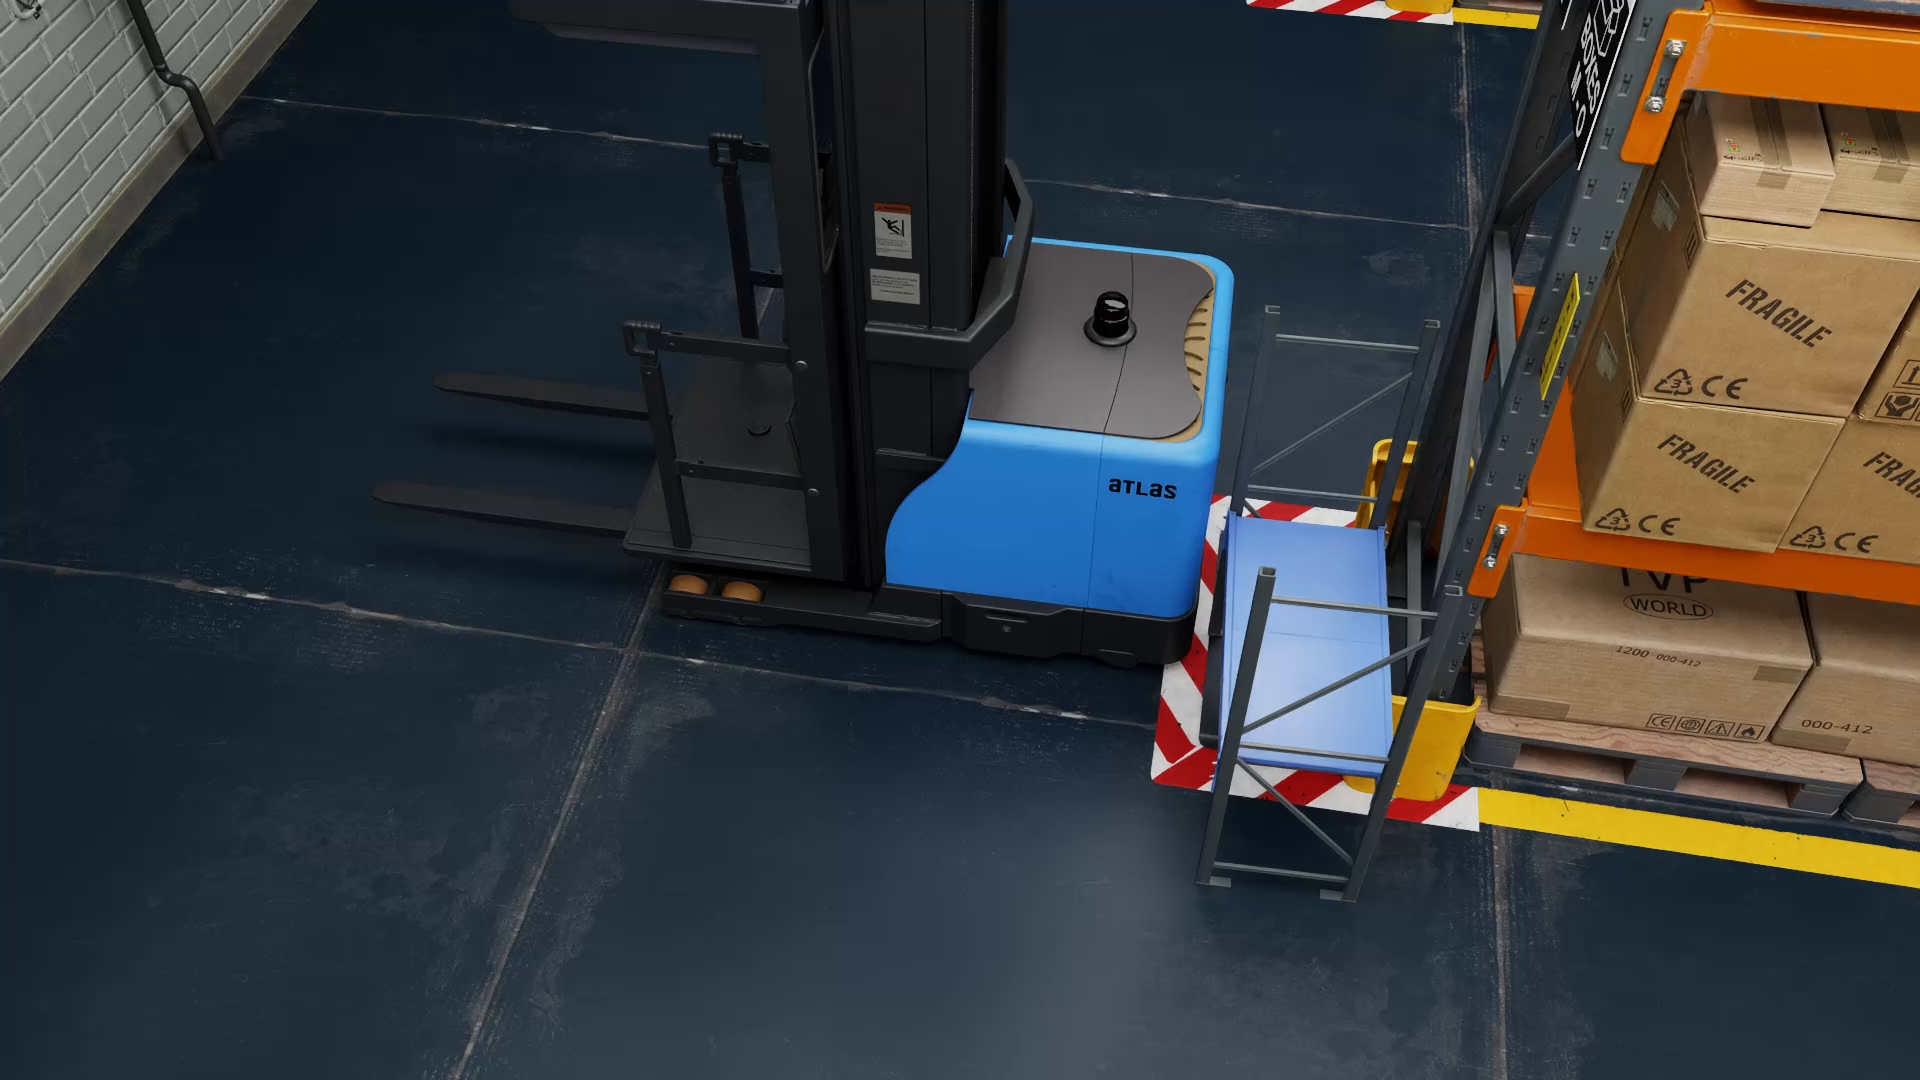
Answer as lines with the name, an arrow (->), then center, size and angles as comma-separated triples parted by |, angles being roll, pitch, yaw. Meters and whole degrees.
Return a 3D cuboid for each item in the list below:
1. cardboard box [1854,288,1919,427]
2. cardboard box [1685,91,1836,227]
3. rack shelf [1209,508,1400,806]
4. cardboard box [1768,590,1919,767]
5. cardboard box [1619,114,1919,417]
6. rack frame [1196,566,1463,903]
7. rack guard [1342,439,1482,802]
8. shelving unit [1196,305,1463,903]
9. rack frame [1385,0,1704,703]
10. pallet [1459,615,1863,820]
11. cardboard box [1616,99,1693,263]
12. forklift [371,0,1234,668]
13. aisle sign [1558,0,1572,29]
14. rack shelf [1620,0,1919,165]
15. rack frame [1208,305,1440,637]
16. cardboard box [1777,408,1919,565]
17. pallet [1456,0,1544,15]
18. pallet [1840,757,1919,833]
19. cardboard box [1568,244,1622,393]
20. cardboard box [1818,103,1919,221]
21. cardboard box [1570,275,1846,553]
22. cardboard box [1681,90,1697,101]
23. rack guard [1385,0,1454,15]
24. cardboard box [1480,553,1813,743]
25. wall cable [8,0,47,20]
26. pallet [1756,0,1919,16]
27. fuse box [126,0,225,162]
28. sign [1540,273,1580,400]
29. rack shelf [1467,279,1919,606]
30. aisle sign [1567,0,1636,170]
cardboard box -> 2.491, -0.613, 4.045 | 0.500, 0.500, 0.500 | 6, 48, 6
cardboard box -> 1.859, -0.915, 3.880 | 0.250, 0.149, 0.380 | 9, 49, 8
rack shelf -> 1.066, 0.349, 5.170 | 0.538, 0.185, 1.000 | 6, 48, 5
cardboard box -> 3.129, 0.265, 5.436 | 0.875, 0.438, 0.875 | 9, 49, 8
cardboard box -> 1.981, -0.676, 4.101 | 0.500, 0.500, 0.500 | 7, 48, 6
rack frame -> 0.997, 0.603, 4.700 | 0.500, 1.500, 0.032 | 6, 48, 5
rack guard -> 1.536, 0.252, 5.688 | 0.348, 0.500, 1.175 | 8, 49, 7
shelving unit -> 1.066, 0.229, 5.036 | 0.538, 1.500, 1.048 | 6, 48, 5
rack frame -> 1.559, -0.580, 4.755 | 0.127, 3.000, 1.000 | 8, 49, 7
pallet -> 2.360, 0.400, 5.749 | 1.213, 0.211, 1.003 | 8, 49, 7
cardboard box -> 2.076, -1.059, 4.445 | 0.500, 0.500, 0.500 | 9, 49, 8
forklift -> -0.616, -1.055, 5.228 | 3.031, 2.935, 1.130 | 7, 48, 6
aisle sign -> 1.544, -1.686, 4.000 | 0.004, 0.787, 0.394 | 8, 49, 7
rack shelf -> 3.527, -1.078, 3.669 | 4.000, 0.370, 1.077 | 8, 49, 7
rack frame -> 1.136, -0.146, 5.373 | 0.500, 1.500, 0.032 | 6, 48, 5
cardboard box -> 2.483, -0.294, 4.430 | 0.500, 0.500, 0.500 | 7, 48, 6
pallet -> 3.298, -3.167, 8.954 | 1.213, 0.211, 1.003 | 8, 49, 7
pallet -> 3.557, 0.563, 5.602 | 1.213, 0.211, 1.003 | 8, 49, 7
cardboard box -> 2.081, -0.744, 4.835 | 0.500, 0.500, 0.500 | 8, 49, 7
cardboard box -> 2.130, -0.933, 3.896 | 0.250, 0.149, 0.380 | 9, 49, 8
cardboard box -> 1.981, -0.340, 4.472 | 0.500, 0.500, 0.500 | 7, 48, 7
cardboard box -> 1.948, -1.264, 4.194 | 0.250, 0.149, 0.380 | 8, 49, 7
rack guard -> 2.513, -3.369, 8.941 | 0.348, 0.500, 1.175 | 8, 49, 7
cardboard box -> 2.227, 0.150, 5.539 | 0.875, 0.438, 0.875 | 6, 48, 6
wall cable -> -3.753, -2.689, 5.966 | 0.122, 1.984, 0.588 | 8, 49, 7
pallet -> 2.291, -1.463, 3.591 | 1.213, 0.211, 1.003 | 8, 49, 7
fuse box -> -3.477, -2.397, 7.253 | 0.414, 1.711, 0.539 | 8, 49, 7
sign -> 1.455, -0.491, 4.039 | 0.005, 0.325, 0.100 | 8, 49, 7
rack shelf -> 3.527, -0.075, 4.785 | 4.000, 0.370, 1.077 | 8, 49, 7
aisle sign -> 1.437, -1.247, 3.606 | 0.004, 0.787, 0.394 | 8, 49, 7
